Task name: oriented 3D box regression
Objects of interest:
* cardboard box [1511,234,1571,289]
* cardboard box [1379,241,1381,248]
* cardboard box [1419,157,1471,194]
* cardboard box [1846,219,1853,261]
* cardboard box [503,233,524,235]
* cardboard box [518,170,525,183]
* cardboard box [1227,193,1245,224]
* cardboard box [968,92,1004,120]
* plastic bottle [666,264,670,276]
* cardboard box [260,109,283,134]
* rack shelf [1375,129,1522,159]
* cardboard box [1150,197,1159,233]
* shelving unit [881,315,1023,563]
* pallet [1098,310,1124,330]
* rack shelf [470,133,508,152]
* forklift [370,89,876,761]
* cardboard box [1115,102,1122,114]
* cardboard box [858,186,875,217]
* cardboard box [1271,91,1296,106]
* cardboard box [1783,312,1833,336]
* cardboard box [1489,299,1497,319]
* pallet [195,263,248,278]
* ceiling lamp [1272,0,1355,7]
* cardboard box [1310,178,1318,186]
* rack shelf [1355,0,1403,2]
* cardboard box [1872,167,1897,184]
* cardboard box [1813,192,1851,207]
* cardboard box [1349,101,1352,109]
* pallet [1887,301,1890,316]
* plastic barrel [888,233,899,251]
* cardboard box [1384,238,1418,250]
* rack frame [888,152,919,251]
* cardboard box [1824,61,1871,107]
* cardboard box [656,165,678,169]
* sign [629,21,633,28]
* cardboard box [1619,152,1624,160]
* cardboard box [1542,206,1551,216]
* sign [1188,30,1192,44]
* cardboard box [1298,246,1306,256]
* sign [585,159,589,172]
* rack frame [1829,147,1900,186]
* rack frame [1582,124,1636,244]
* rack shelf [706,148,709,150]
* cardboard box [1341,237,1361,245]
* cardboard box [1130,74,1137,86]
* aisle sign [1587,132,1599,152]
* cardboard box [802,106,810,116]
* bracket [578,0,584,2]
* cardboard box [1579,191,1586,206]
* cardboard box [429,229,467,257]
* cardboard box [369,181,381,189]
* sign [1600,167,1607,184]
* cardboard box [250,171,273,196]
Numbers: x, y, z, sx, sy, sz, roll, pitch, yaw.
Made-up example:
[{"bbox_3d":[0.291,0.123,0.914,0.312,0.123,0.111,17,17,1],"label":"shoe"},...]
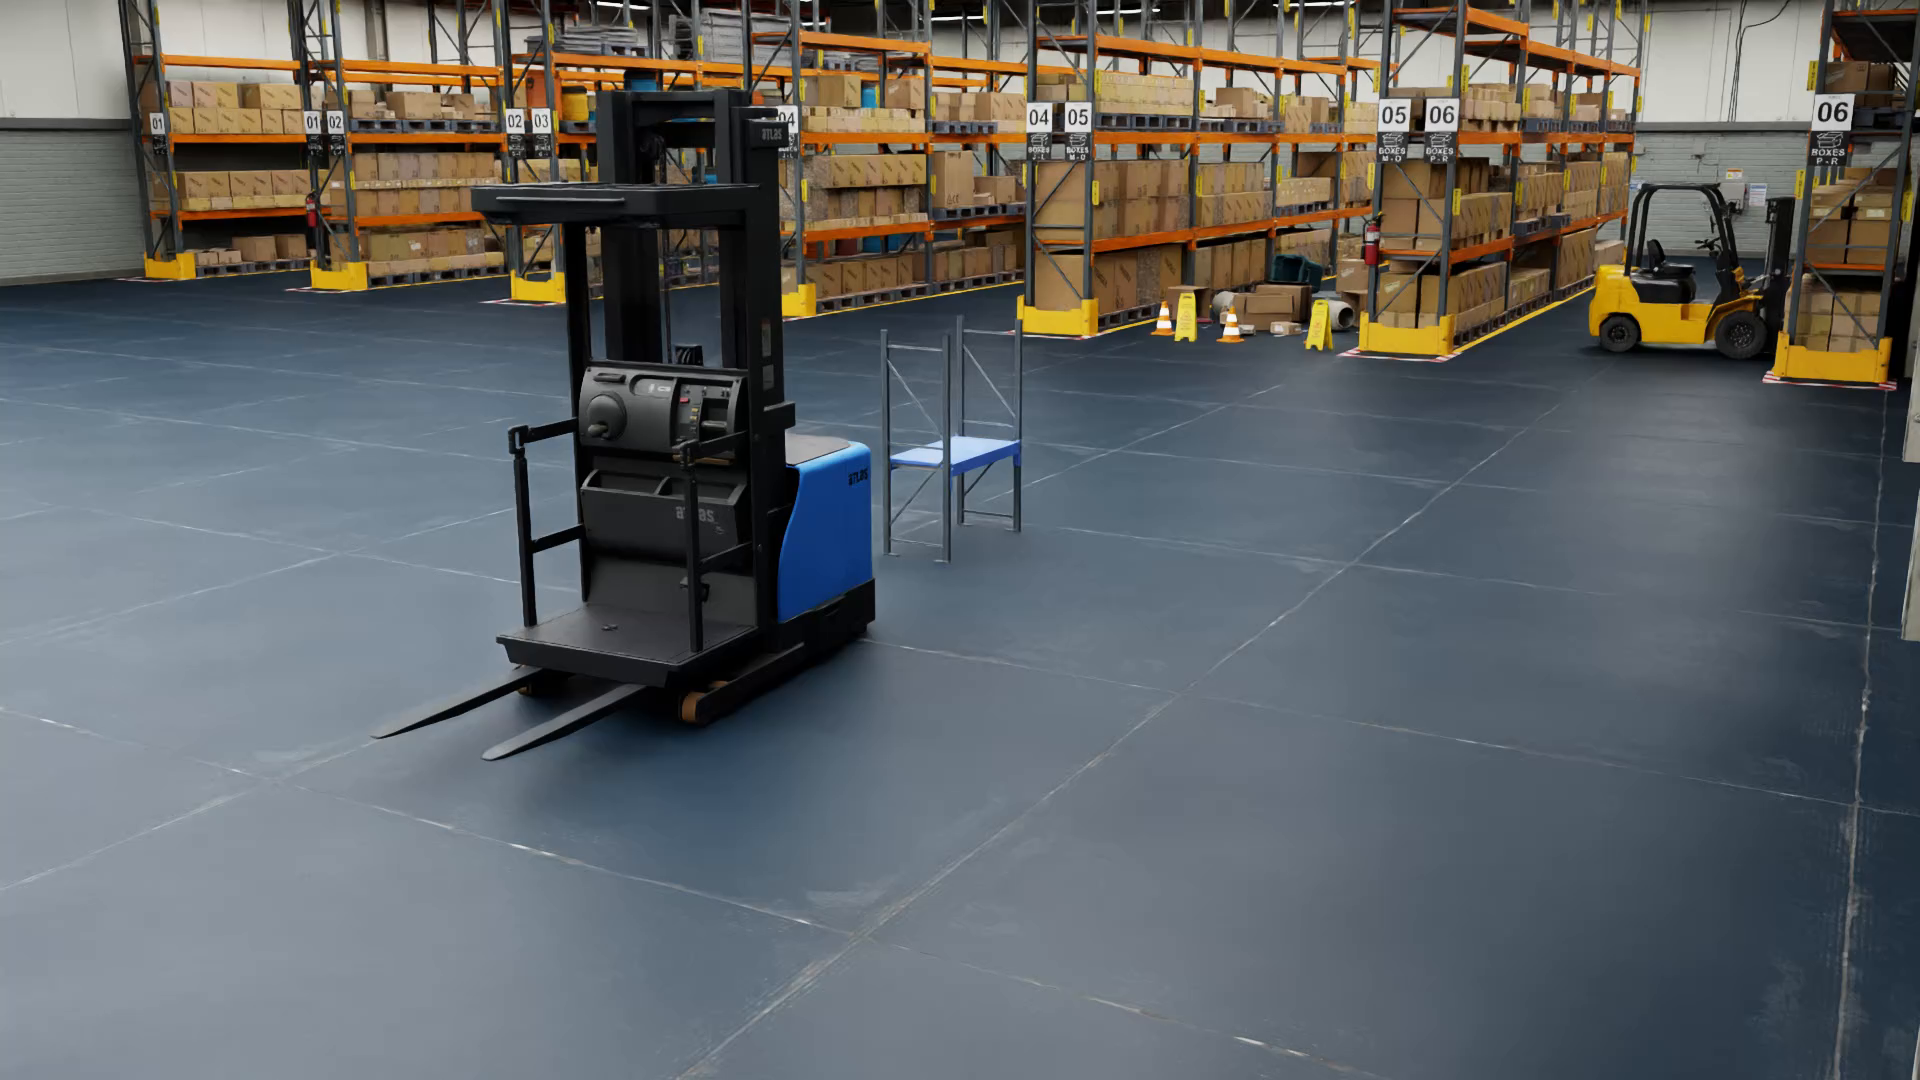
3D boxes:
[{"bbox_3d":[10.066,-4.857,28.917,0.875,0.875,0.875,7,15,28],"label":"cardboard box"},{"bbox_3d":[9.139,-6.557,36.884,0.380,0.149,0.250,7,15,27],"label":"cardboard box"},{"bbox_3d":[6.791,-5.144,23.490,0.700,0.500,0.500,7,15,27],"label":"cardboard box"},{"bbox_3d":[10.854,-3.579,19.764,0.500,0.500,0.500,8,16,30],"label":"cardboard box"},{"bbox_3d":[-9.429,-6.342,35.213,0.500,0.311,0.500,8,16,30],"label":"cardboard box"},{"bbox_3d":[-11.063,-8.842,40.917,0.500,0.500,0.500,7,15,28],"label":"cardboard box"},{"bbox_3d":[4.566,-5.709,28.601,0.500,0.500,0.500,8,16,29],"label":"cardboard box"},{"bbox_3d":[0.481,-8.094,31.025,0.500,0.500,0.500,8,16,29],"label":"cardboard box"},{"bbox_3d":[-5.479,-5.068,31.012,0.061,0.283,0.133,9,16,32],"label":"plastic bottle"},{"bbox_3d":[-14.476,-8.704,34.580,0.500,0.500,0.500,7,15,26],"label":"cardboard box"},{"bbox_3d":[6.759,-5.431,22.796,1.077,0.370,4.000,7,15,28],"label":"rack shelf"},{"bbox_3d":[2.566,-5.056,25.785,0.875,0.550,0.550,7,15,28],"label":"cardboard box"},{"bbox_3d":[-0.041,-0.712,11.285,0.538,1.500,1.048,7,15,28],"label":"shelving unit"},{"bbox_3d":[1.728,-3.270,24.645,1.003,0.211,1.213,7,15,28],"label":"pallet"},{"bbox_3d":[-8.653,-8.498,35.516,1.077,0.370,4.000,7,15,28],"label":"rack shelf"},{"bbox_3d":[-1.570,-0.658,8.008,1.130,2.935,3.031,6,15,25],"label":"forklift"},{"bbox_3d":[2.100,-6.179,23.789,0.380,0.149,0.250,7,15,28],"label":"cardboard box"},{"bbox_3d":[-1.925,-5.653,27.734,0.875,0.500,0.500,7,15,28],"label":"cardboard box"},{"bbox_3d":[5.963,-8.130,30.610,0.396,0.266,0.258,7,15,28],"label":"cardboard box"},{"bbox_3d":[10.101,-2.596,19.807,0.500,0.250,0.500,7,15,27],"label":"cardboard box"},{"bbox_3d":[7.426,-3.338,23.951,0.500,0.250,0.500,7,15,27],"label":"cardboard box"},{"bbox_3d":[-15.431,-5.541,34.068,1.003,0.211,1.213,7,15,28],"label":"pallet"},{"bbox_3d":[8.369,-14.335,39.340,2.000,3.185,0.800,7,15,28],"label":"ceiling lamp"},{"bbox_3d":[6.805,-7.019,32.619,0.380,0.149,0.250,7,15,28],"label":"cardboard box"},{"bbox_3d":[8.178,-11.507,34.507,1.077,0.370,4.000,7,15,28],"label":"rack shelf"},{"bbox_3d":[16.893,-6.524,30.280,0.500,0.500,0.500,7,15,26],"label":"cardboard box"},{"bbox_3d":[10.128,-3.956,19.313,0.380,0.149,0.250,7,15,28],"label":"cardboard box"},{"bbox_3d":[7.724,-8.821,33.724,0.380,0.149,0.250,7,15,26],"label":"cardboard box"},{"bbox_3d":[14.400,-3.785,26.784,1.003,0.211,1.213,7,15,28],"label":"pallet"},{"bbox_3d":[-1.696,-7.132,38.300,0.600,0.901,0.708,7,15,28],"label":"plastic barrel"},{"bbox_3d":[5.786,-3.891,21.809,0.380,0.149,0.250,8,16,30],"label":"cardboard box"},{"bbox_3d":[-1.418,-8.058,38.558,1.000,3.000,0.127,7,15,28],"label":"rack frame"},{"bbox_3d":[10.140,-5.229,19.098,0.500,0.500,0.500,8,16,30],"label":"cardboard box"},{"bbox_3d":[-8.394,-10.041,46.144,0.980,0.700,0.700,8,16,31],"label":"cardboard box"},{"bbox_3d":[-7.198,-11.185,36.396,0.100,0.325,0.005,7,15,28],"label":"sign"},{"bbox_3d":[13.218,-7.784,33.691,0.380,0.149,0.250,8,16,29],"label":"cardboard box"},{"bbox_3d":[9.309,-5.313,26.811,0.380,0.149,0.250,8,16,29],"label":"cardboard box"},{"bbox_3d":[5.320,-11.662,38.545,0.100,0.325,0.005,7,15,28],"label":"sign"},{"bbox_3d":[6.327,-5.408,32.004,0.500,0.500,0.500,7,15,27],"label":"cardboard box"},{"bbox_3d":[-9.611,-9.645,42.841,0.100,0.325,0.005,7,15,28],"label":"sign"},{"bbox_3d":[14.006,-4.992,25.839,1.000,3.000,0.127,7,15,28],"label":"rack frame"},{"bbox_3d":[13.527,-7.195,34.977,1.000,3.000,0.127,7,15,28],"label":"rack frame"},{"bbox_3d":[-6.719,-9.318,38.920,1.077,0.370,4.000,7,15,28],"label":"rack shelf"},{"bbox_3d":[8.337,-6.387,35.542,0.380,0.149,0.250,7,15,28],"label":"cardboard box"},{"bbox_3d":[2.342,-6.670,24.124,0.380,0.149,0.250,7,15,27],"label":"cardboard box"},{"bbox_3d":[13.308,-8.506,34.870,0.394,0.787,0.004,7,15,28],"label":"aisle sign"},{"bbox_3d":[-2.548,-6.644,25.763,0.380,0.149,0.250,7,15,28],"label":"cardboard box"},{"bbox_3d":[-9.998,-14.133,43.277,0.235,0.232,0.430,7,15,28],"label":"bracket"},{"bbox_3d":[10.880,-6.109,29.726,0.500,0.250,0.500,8,16,29],"label":"cardboard box"},{"bbox_3d":[-10.143,-5.887,32.921,0.500,0.500,0.500,7,15,28],"label":"cardboard box"},{"bbox_3d":[-11.050,-6.633,31.048,0.380,0.149,0.250,7,15,27],"label":"cardboard box"},{"bbox_3d":[12.073,-6.839,31.200,0.100,0.325,0.005,7,15,28],"label":"sign"},{"bbox_3d":[-14.655,-7.397,34.492,0.500,0.500,0.500,8,16,30],"label":"cardboard box"}]
